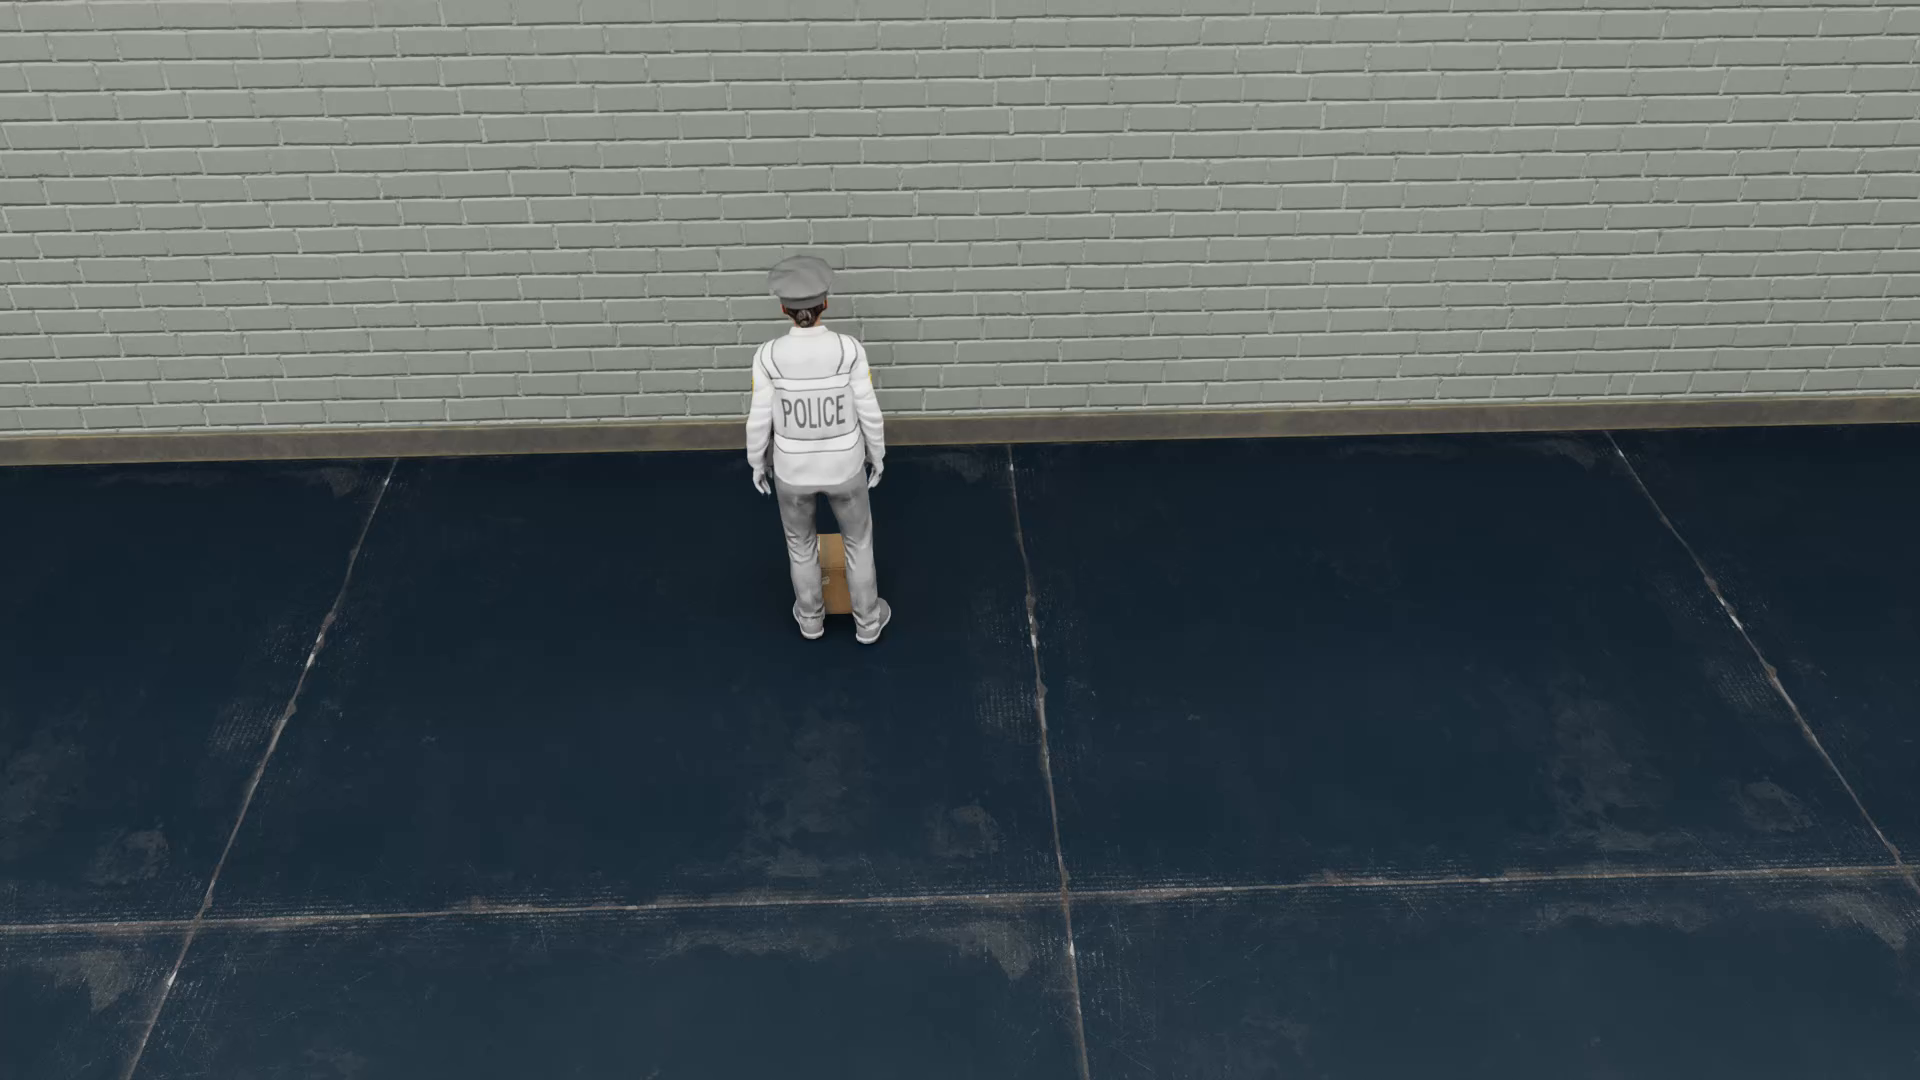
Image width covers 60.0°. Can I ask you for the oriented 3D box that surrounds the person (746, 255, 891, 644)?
[{"bbox_3d":[-0.561,-0.302,6.565,0.544,1.666,0.406,-3,36,-4],"label":"person"}]
